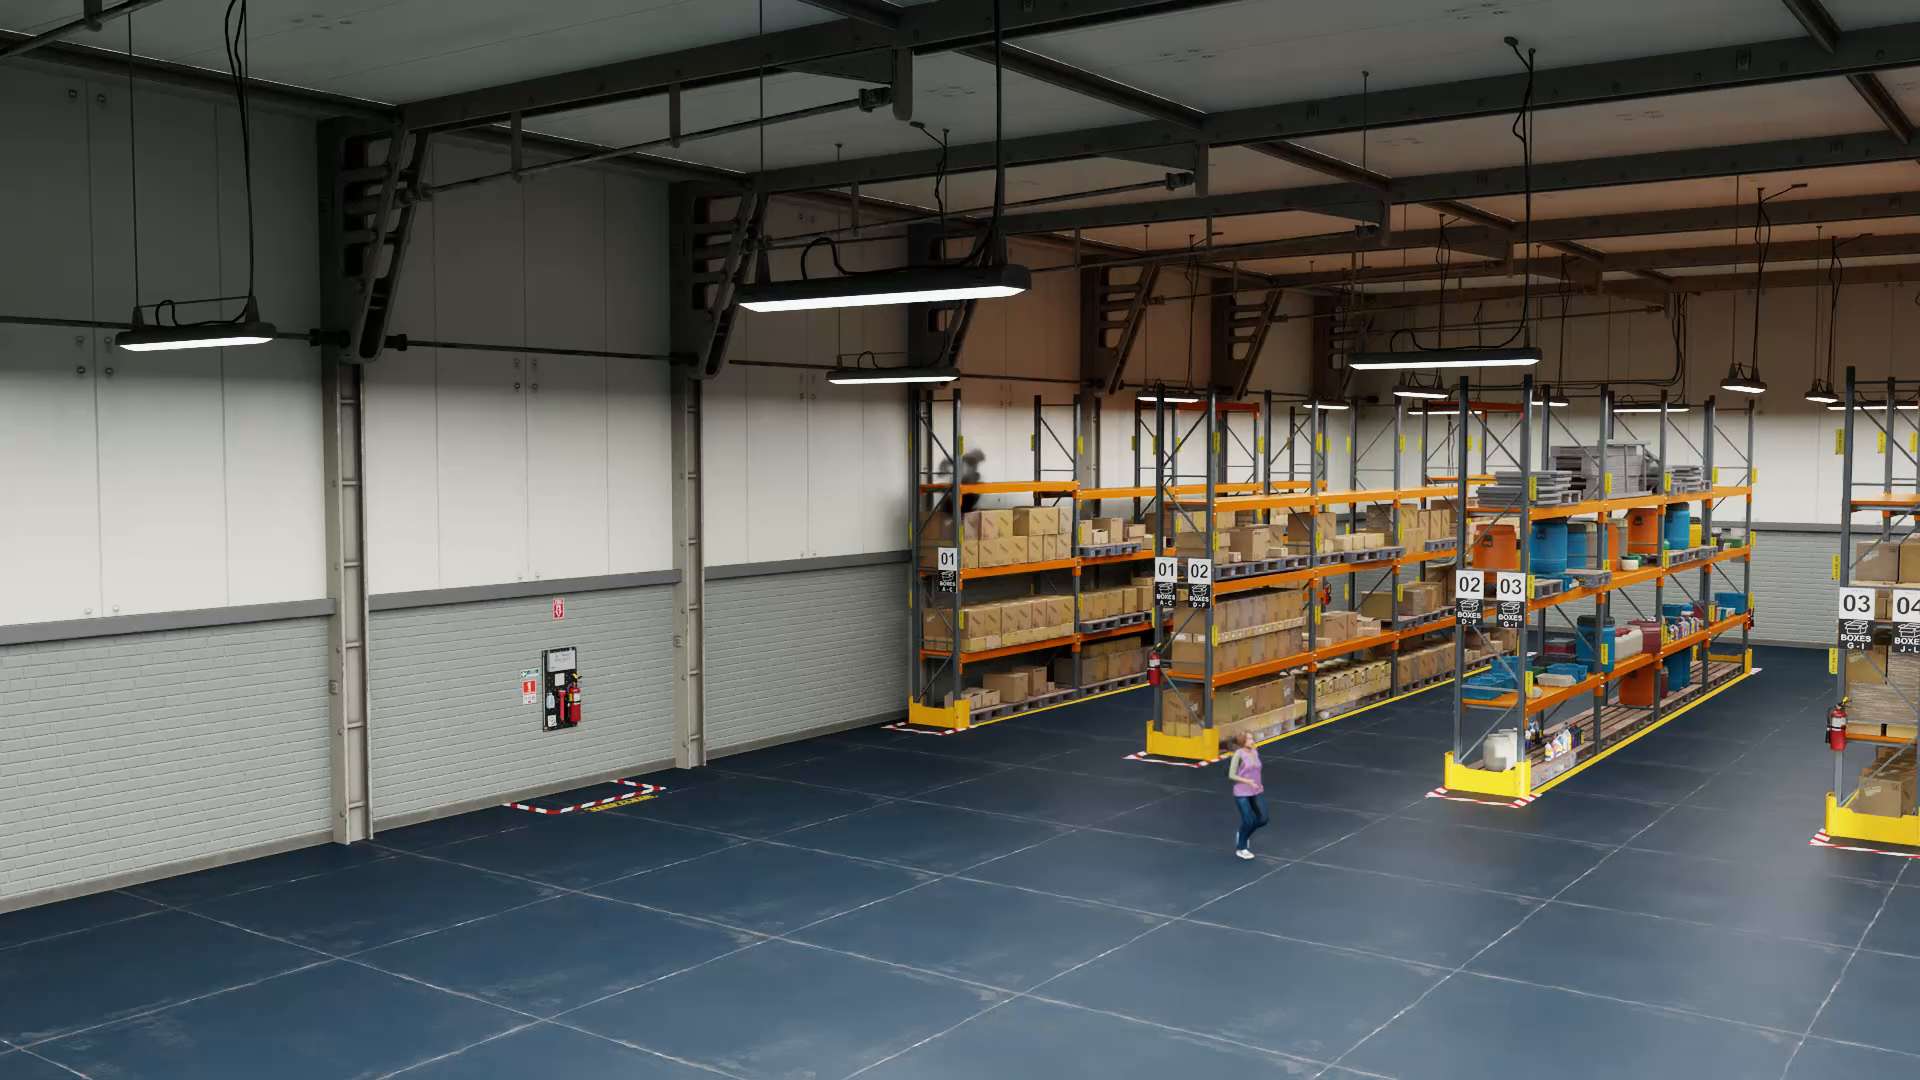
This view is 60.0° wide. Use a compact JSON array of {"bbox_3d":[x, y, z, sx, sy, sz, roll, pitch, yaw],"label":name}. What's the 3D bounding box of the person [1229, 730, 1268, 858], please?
[{"bbox_3d":[3.501,3.076,20.084,0.527,1.550,0.543,-2,4,-33],"label":"person"}]
